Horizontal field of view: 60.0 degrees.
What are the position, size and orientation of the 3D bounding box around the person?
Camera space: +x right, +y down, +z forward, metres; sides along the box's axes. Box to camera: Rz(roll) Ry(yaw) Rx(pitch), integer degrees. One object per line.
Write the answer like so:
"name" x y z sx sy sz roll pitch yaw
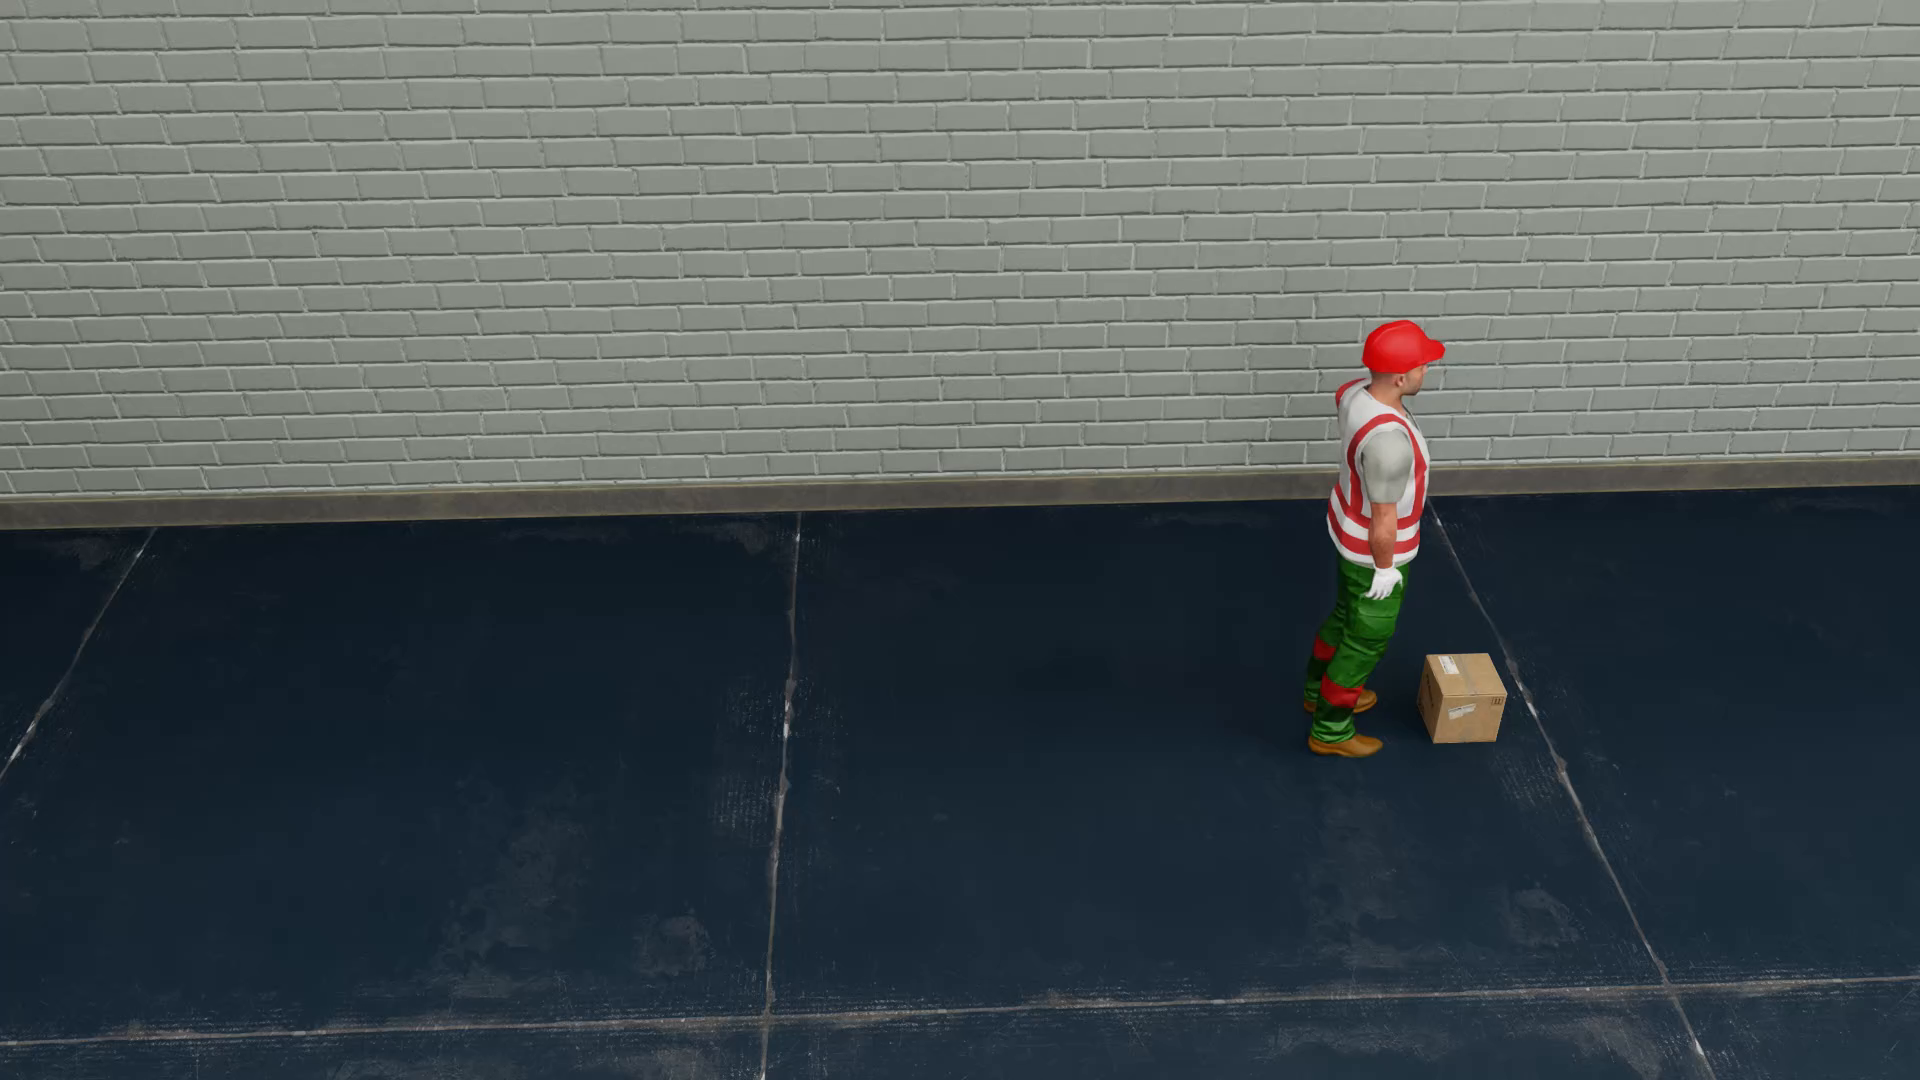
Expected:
"person" 1.514 0.008 6.134 0.346 1.805 0.524 -1 35 -1
